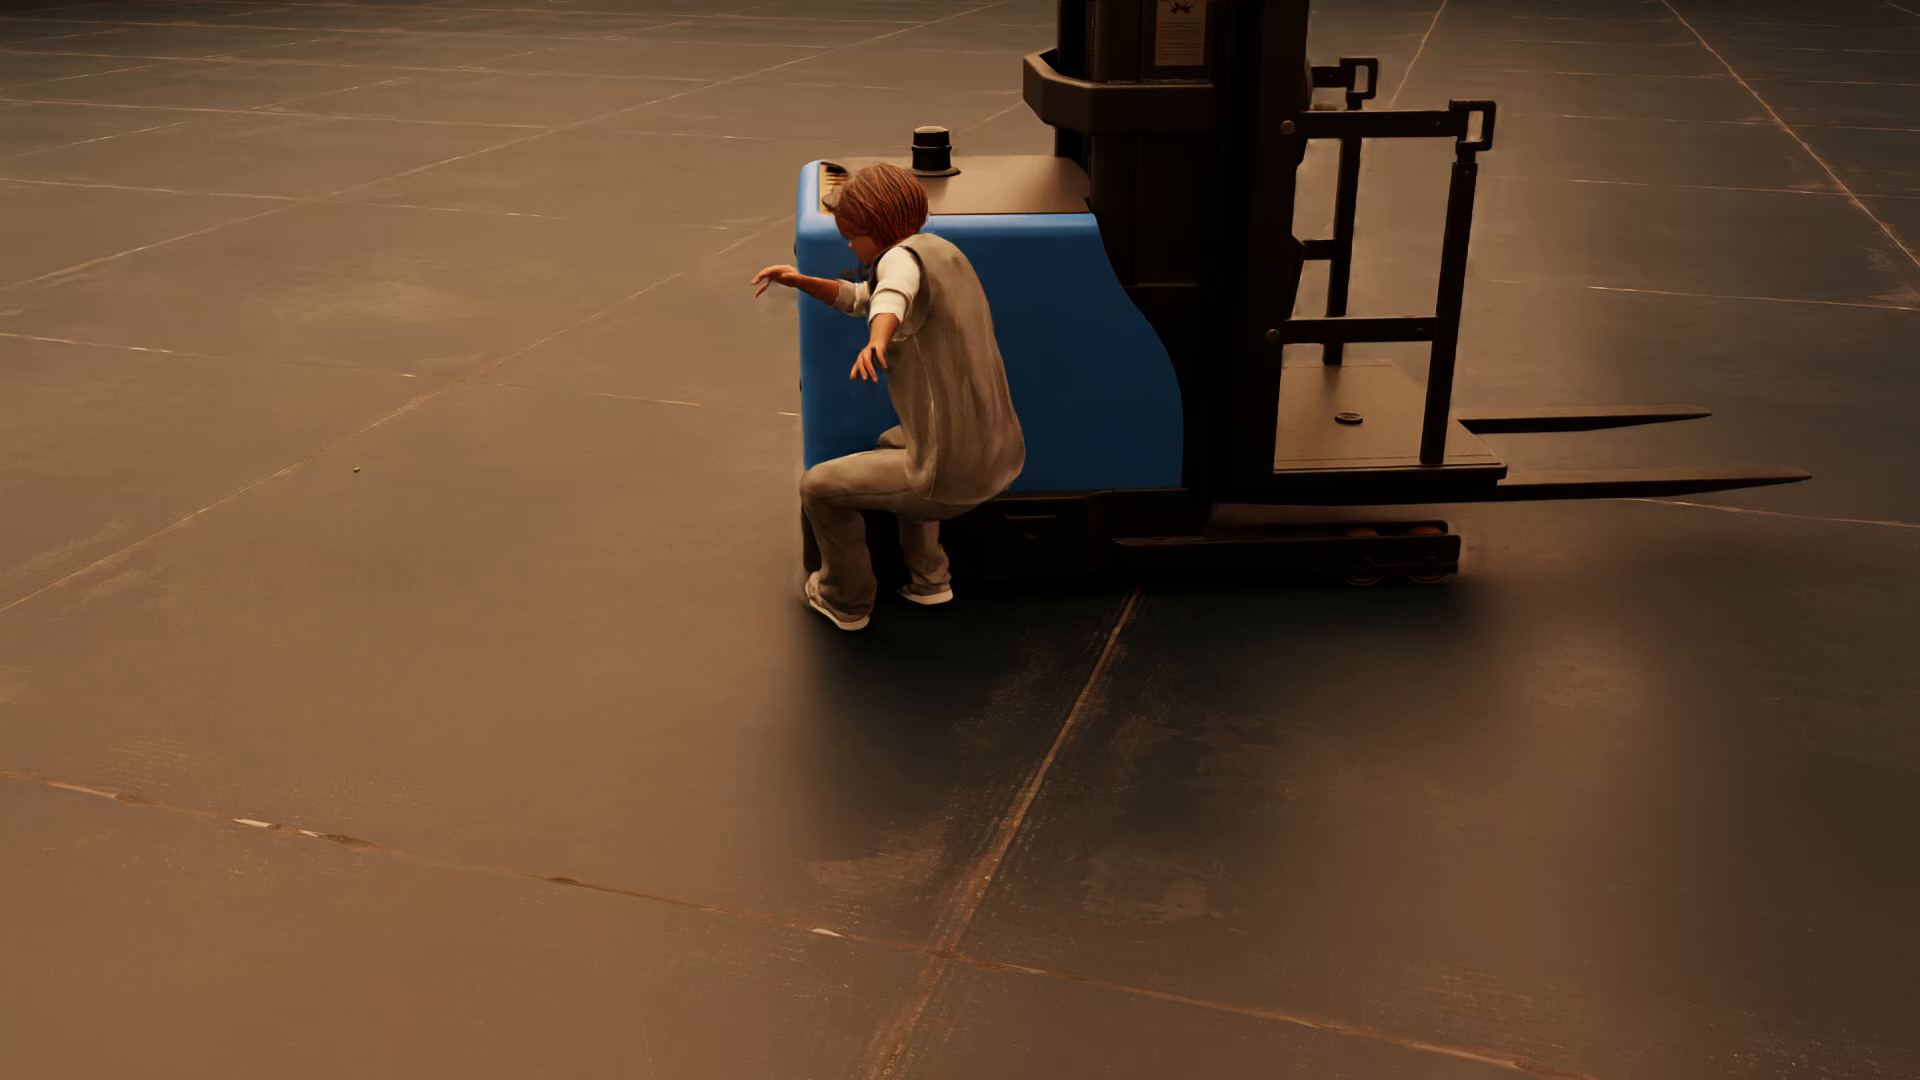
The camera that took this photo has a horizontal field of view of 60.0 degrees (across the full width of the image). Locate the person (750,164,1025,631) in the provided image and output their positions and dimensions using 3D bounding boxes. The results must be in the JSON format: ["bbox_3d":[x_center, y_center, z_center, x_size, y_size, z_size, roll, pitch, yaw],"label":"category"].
[{"bbox_3d":[-0.234,-0.223,4.050,0.747,1.286,1.127,11,25,25],"label":"person"}]

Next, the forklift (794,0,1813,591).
[{"bbox_3d":[1.031,-1.421,4.722,3.031,2.935,1.130,-2,22,-4],"label":"forklift"}]
